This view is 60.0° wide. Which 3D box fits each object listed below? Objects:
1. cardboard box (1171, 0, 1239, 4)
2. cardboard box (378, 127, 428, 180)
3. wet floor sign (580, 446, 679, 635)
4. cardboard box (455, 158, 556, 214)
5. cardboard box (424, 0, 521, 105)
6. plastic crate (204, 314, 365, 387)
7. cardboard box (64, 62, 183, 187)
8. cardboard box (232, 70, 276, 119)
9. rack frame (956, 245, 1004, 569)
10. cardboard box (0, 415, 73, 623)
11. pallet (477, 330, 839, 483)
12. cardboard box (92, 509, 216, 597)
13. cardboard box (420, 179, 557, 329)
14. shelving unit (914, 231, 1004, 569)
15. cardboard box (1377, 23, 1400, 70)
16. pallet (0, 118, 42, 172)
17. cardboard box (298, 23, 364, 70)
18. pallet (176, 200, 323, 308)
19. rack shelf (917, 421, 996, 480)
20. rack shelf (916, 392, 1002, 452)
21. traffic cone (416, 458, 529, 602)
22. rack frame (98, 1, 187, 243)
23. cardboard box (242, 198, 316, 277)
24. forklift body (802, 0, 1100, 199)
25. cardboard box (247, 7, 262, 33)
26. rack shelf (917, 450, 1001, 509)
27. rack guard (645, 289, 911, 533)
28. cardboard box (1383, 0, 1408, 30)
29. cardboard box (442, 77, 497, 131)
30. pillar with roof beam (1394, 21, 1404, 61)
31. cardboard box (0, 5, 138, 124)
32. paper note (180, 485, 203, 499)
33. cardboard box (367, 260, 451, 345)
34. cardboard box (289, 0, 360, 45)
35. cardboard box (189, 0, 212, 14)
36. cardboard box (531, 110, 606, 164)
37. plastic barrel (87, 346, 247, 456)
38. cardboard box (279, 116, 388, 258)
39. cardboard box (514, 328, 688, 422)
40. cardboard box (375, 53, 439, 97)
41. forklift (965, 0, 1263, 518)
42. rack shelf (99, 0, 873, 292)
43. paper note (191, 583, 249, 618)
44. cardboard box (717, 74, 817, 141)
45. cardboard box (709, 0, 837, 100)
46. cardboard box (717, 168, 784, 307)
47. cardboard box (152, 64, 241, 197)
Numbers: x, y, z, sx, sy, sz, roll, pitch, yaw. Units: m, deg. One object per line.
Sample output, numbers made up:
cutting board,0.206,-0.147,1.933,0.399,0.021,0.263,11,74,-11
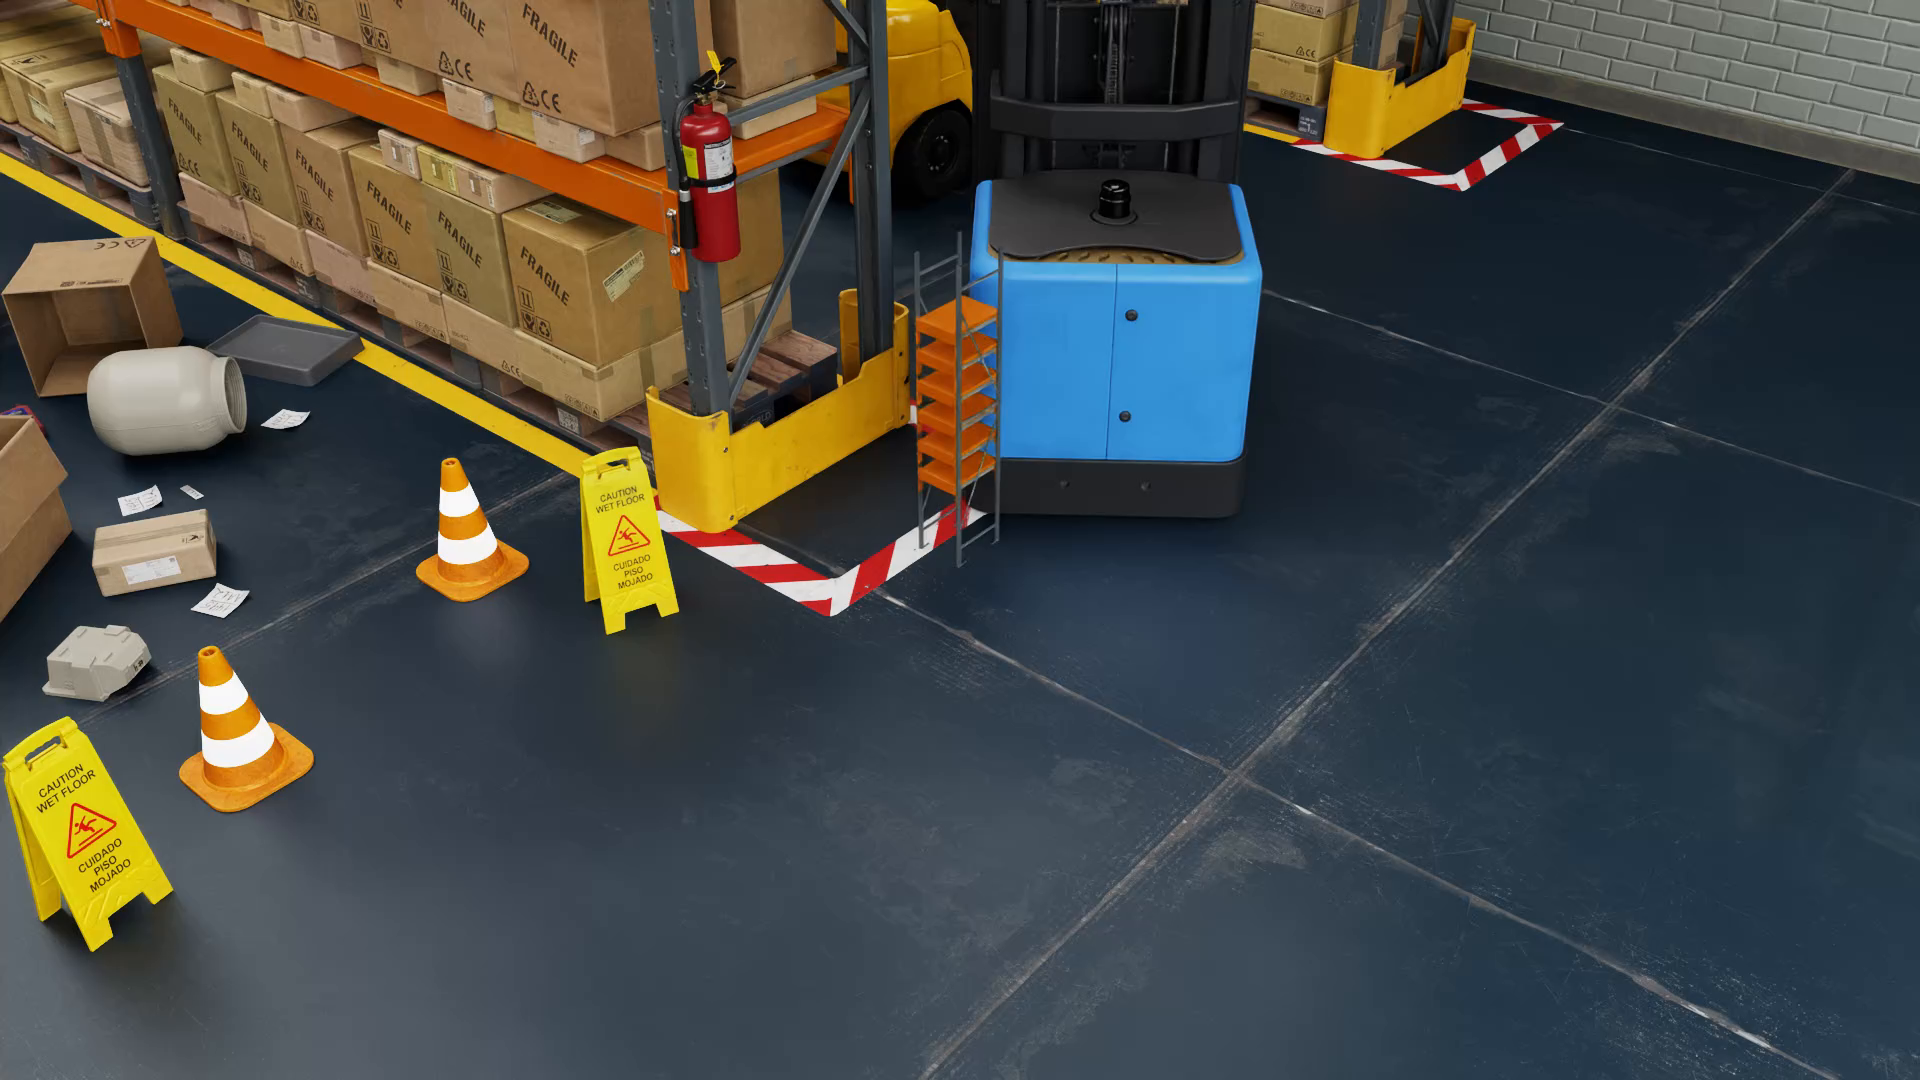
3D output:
cardboard box,1.592,-3.168,9.830,0.500,0.250,0.500,25,42,31
cardboard box,-2.128,-1.620,6.782,0.250,0.149,0.380,27,43,34
wet floor sign,-1.167,-0.030,5.724,0.267,0.644,0.232,-18,38,-25
cardboard box,-1.736,-1.432,6.507,0.250,0.149,0.380,27,43,33
cardboard box,-1.603,-1.959,6.102,0.500,0.500,0.500,25,42,32
plastic crate,-3.020,-0.855,7.424,0.583,0.080,0.402,12,36,16
cardboard box,-4.107,-2.263,8.845,0.625,0.372,0.950,26,42,32
cardboard box,-2.968,-2.012,7.353,0.250,0.149,0.380,27,43,33
rack frame,0.067,-0.440,5.831,0.006,1.200,0.240,26,42,32
cardboard box,-3.598,-0.041,5.865,0.637,0.503,0.797,0,34,0
pallet,-1.288,-0.723,7.116,1.213,0.211,1.003,25,42,32
cardboard box,-2.927,0.045,6.054,0.380,0.149,0.250,-12,36,-17
cardboard box,-1.814,-1.248,6.813,0.500,0.500,0.500,27,43,33
shelving unit,-0.003,-0.474,5.880,0.189,1.200,0.258,26,42,32
cardboard box,2.293,-2.998,10.024,0.500,0.250,0.500,25,42,32
pallet,-5.243,-2.557,9.787,1.213,0.211,1.003,25,42,32
cardboard box,-2.477,-2.080,6.851,0.250,0.149,0.380,25,42,32
pallet,-3.163,-1.606,8.403,1.213,0.211,1.003,25,42,32
rack shelf,-0.003,-0.338,5.973,0.180,0.103,0.258,26,42,32
rack shelf,-0.003,-0.437,5.905,0.180,0.103,0.258,26,42,32
traffic cone,-1.784,-0.084,5.963,0.334,0.463,0.336,25,42,32
rack frame,-3.702,-2.984,7.945,0.127,3.000,1.000,25,42,32
cardboard box,-3.004,-1.504,7.848,0.500,0.250,0.500,28,43,34
forklift body,-0.080,-3.239,9.067,1.214,2.155,2.313,25,42,32
cardboard box,-2.822,-2.287,7.152,0.250,0.149,0.380,25,42,32
rack shelf,-0.003,-0.239,6.041,0.180,0.103,0.258,26,42,32
rack guard,-0.687,-0.532,6.583,0.348,0.500,1.175,25,42,32
cardboard box,2.316,-3.202,9.879,0.500,0.250,0.500,26,42,33
cardboard box,-1.719,-1.699,6.297,0.250,0.149,0.380,26,42,33
pillar with roof beam,-0.168,-4.940,5.495,0.400,9.000,9.100,25,42,32
cardboard box,-5.197,-2.773,9.588,0.625,0.372,0.950,27,43,33
paper note,-3.010,-0.187,6.514,0.123,0.001,0.032,25,42,32
cardboard box,-2.220,-1.128,7.301,0.500,0.250,0.500,24,41,30
cardboard box,-2.363,-2.333,6.647,0.500,0.500,0.500,26,42,32
cardboard box,-3.214,-2.475,7.426,0.250,0.149,0.380,25,42,32
cardboard box,-1.318,-1.517,6.032,0.250,0.149,0.380,25,42,31
plastic barrel,-3.184,-0.562,6.695,0.512,0.421,0.421,-6,35,-8
cardboard box,-2.605,-1.624,7.361,0.500,0.500,0.500,28,43,34
cardboard box,-1.440,-0.759,6.763,0.500,0.250,0.500,25,42,32
cardboard box,-2.080,-1.907,6.598,0.250,0.149,0.380,25,42,31
forklift,0.601,-2.096,6.712,1.130,2.935,3.031,1,35,2
rack shelf,-2.165,-1.963,7.094,4.000,0.370,1.077,25,42,32
paper note,-2.628,0.213,5.913,0.142,0.019,0.148,12,36,16
cardboard box,-0.757,-1.644,6.217,0.250,0.149,0.380,25,42,32
cardboard box,-0.815,-1.991,6.148,0.500,0.500,0.500,25,41,31
cardboard box,-1.090,-1.305,6.895,0.500,0.500,0.500,24,41,30
cardboard box,-3.422,-2.001,7.910,0.500,0.500,0.500,27,43,34
